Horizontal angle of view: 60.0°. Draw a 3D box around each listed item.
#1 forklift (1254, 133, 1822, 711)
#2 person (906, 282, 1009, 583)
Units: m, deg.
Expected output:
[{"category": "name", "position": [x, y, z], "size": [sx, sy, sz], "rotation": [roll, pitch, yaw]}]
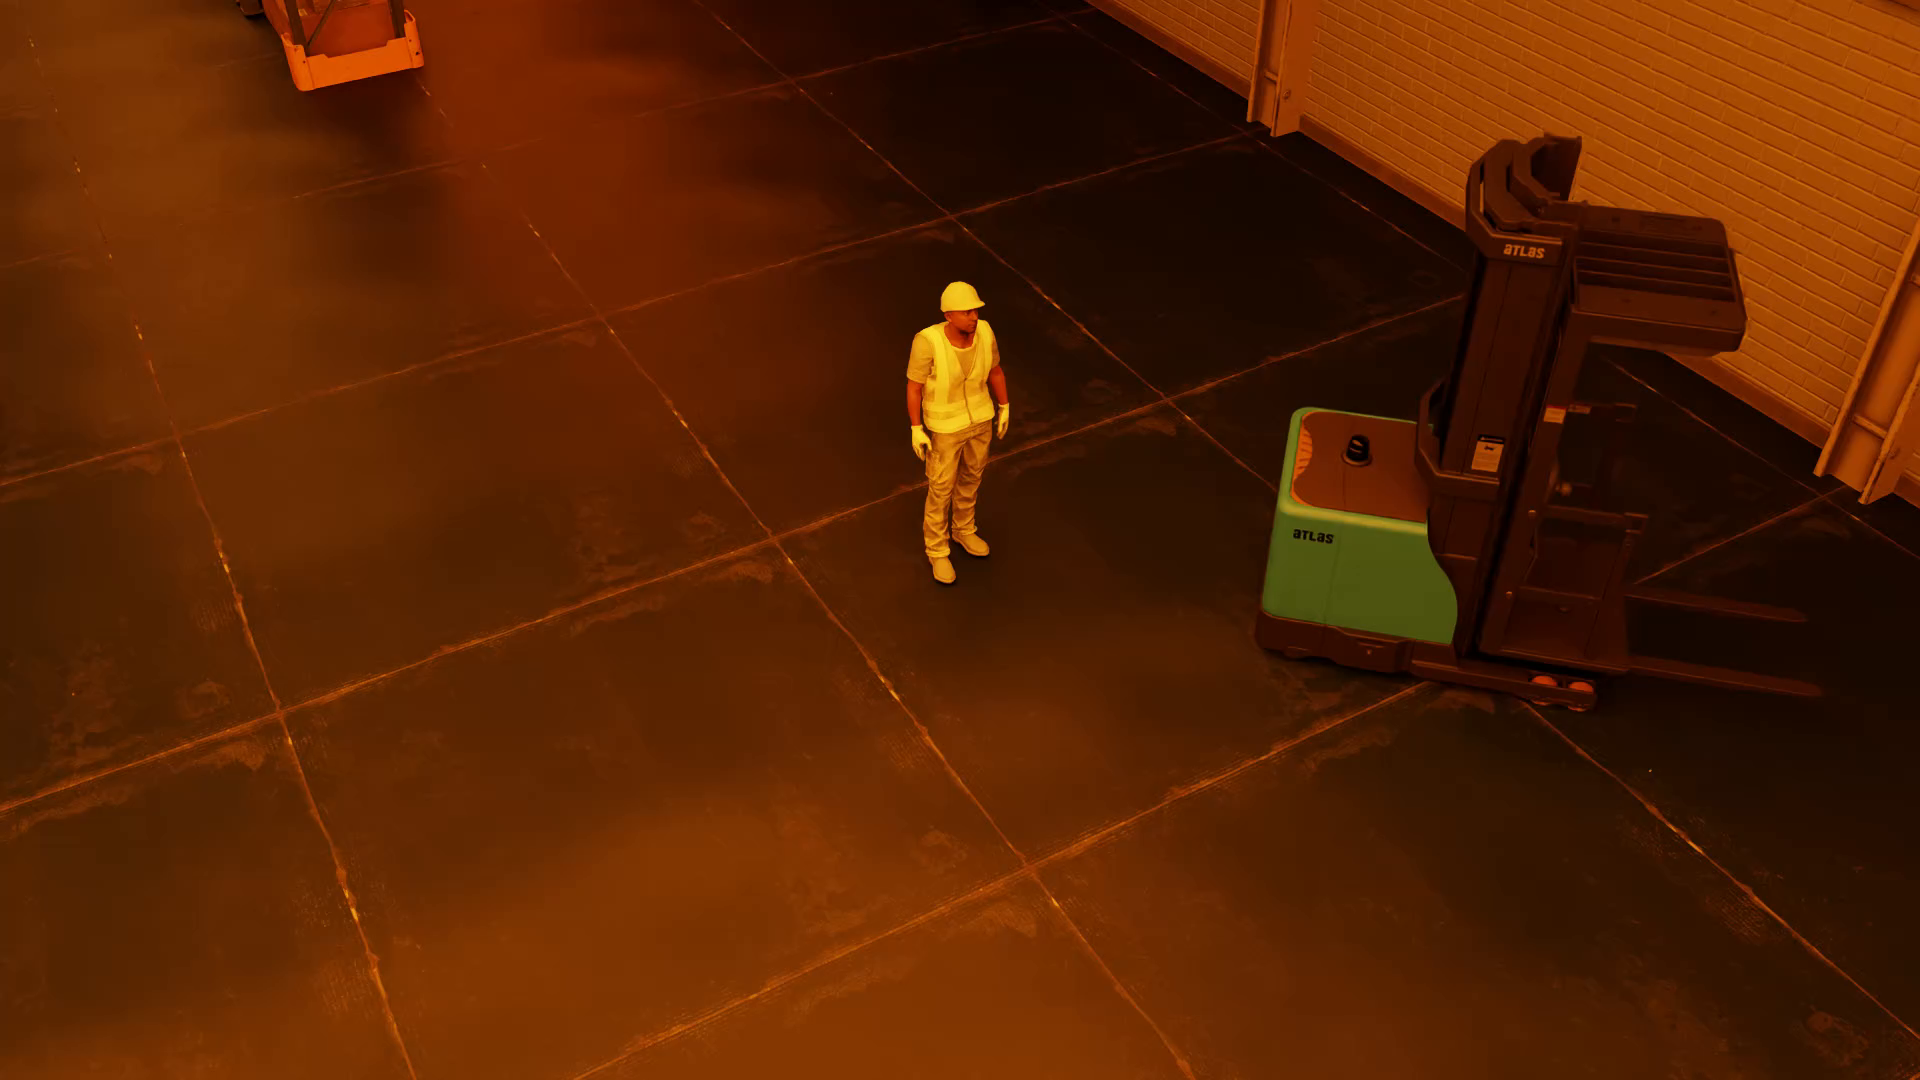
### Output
[{"category": "forklift", "position": [3.265, -0.558, 8.709], "size": [3.031, 2.935, 1.130], "rotation": [9, 41, 11]}, {"category": "person", "position": [0.030, -0.649, 9.707], "size": [0.656, 1.784, 0.575], "rotation": [-20, 44, -23]}]
